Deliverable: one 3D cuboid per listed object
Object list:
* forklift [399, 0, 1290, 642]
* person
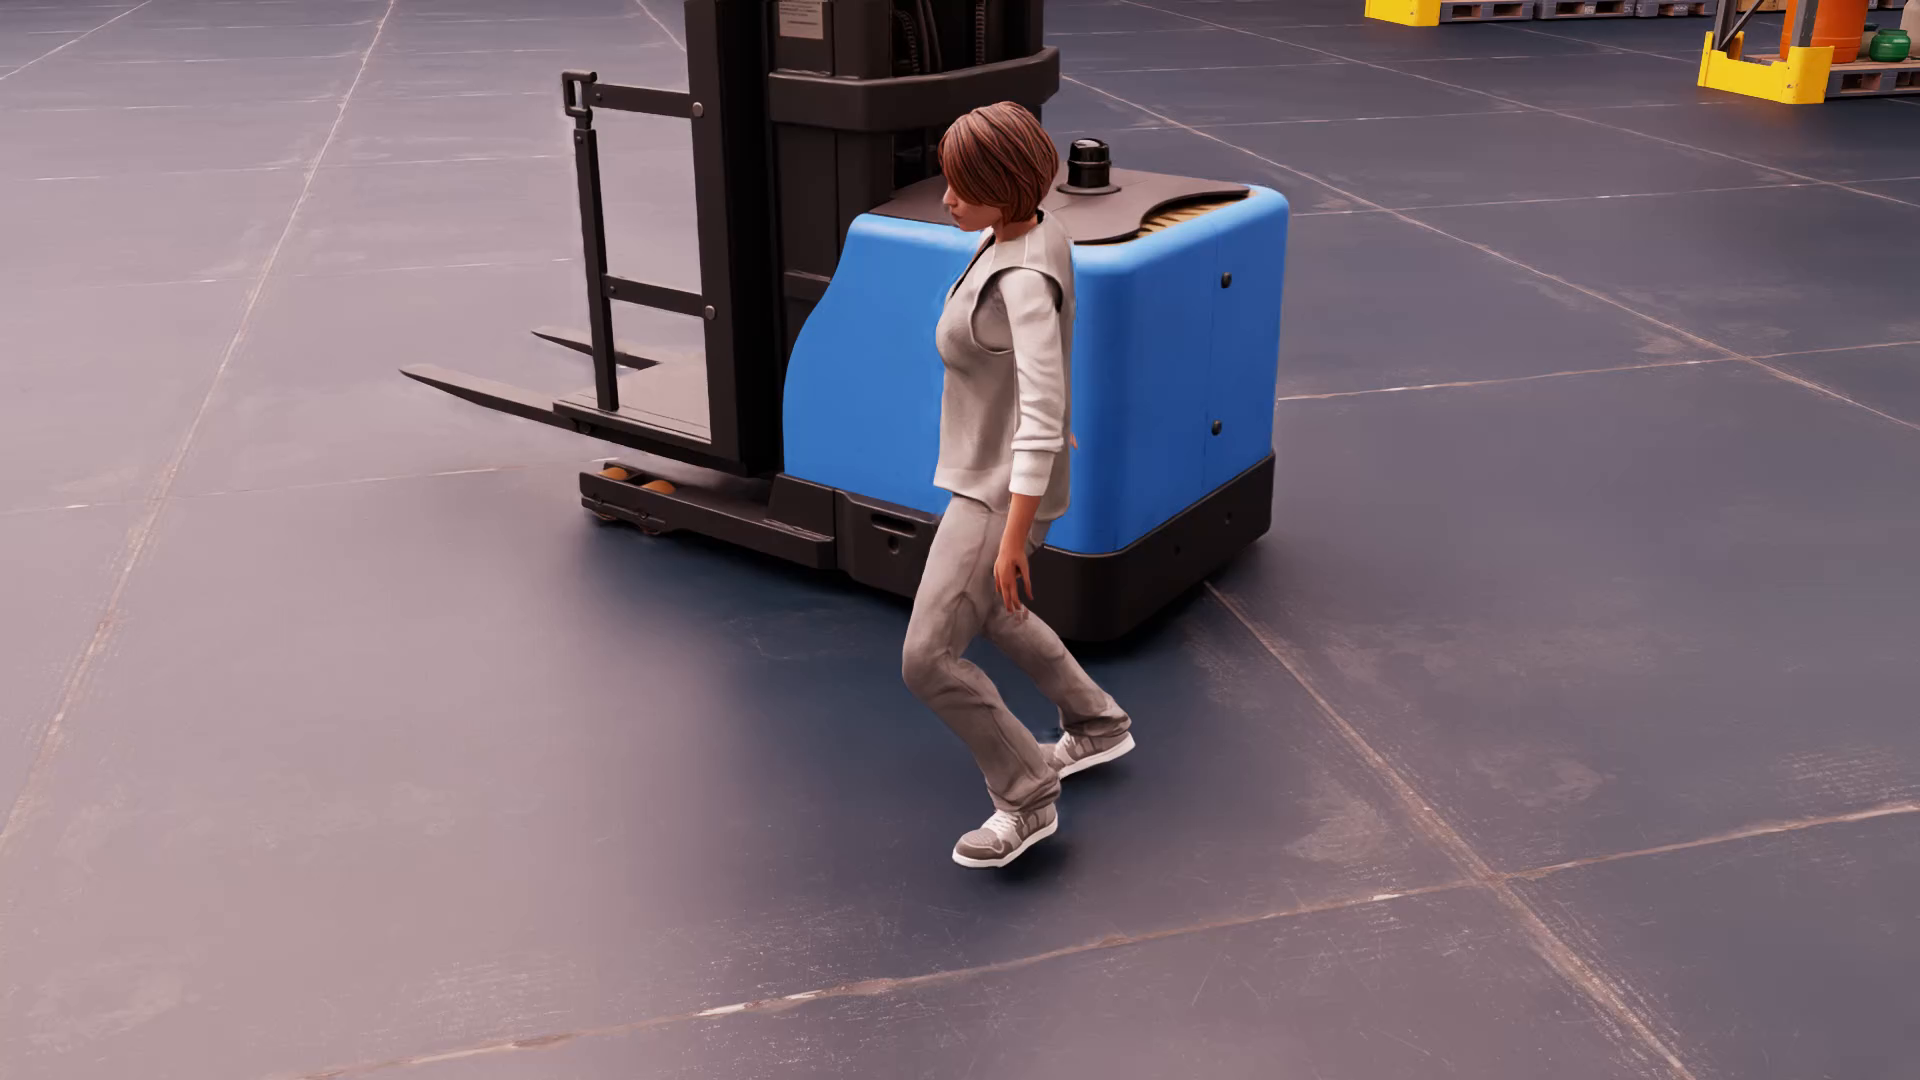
[{"bbox_3d":[-0.568,-1.515,4.869,3.031,2.935,1.130,16,28,32],"label":"forklift"},{"bbox_3d":[0.150,-0.126,3.412,0.475,1.536,0.741,2,23,5],"label":"person"}]
